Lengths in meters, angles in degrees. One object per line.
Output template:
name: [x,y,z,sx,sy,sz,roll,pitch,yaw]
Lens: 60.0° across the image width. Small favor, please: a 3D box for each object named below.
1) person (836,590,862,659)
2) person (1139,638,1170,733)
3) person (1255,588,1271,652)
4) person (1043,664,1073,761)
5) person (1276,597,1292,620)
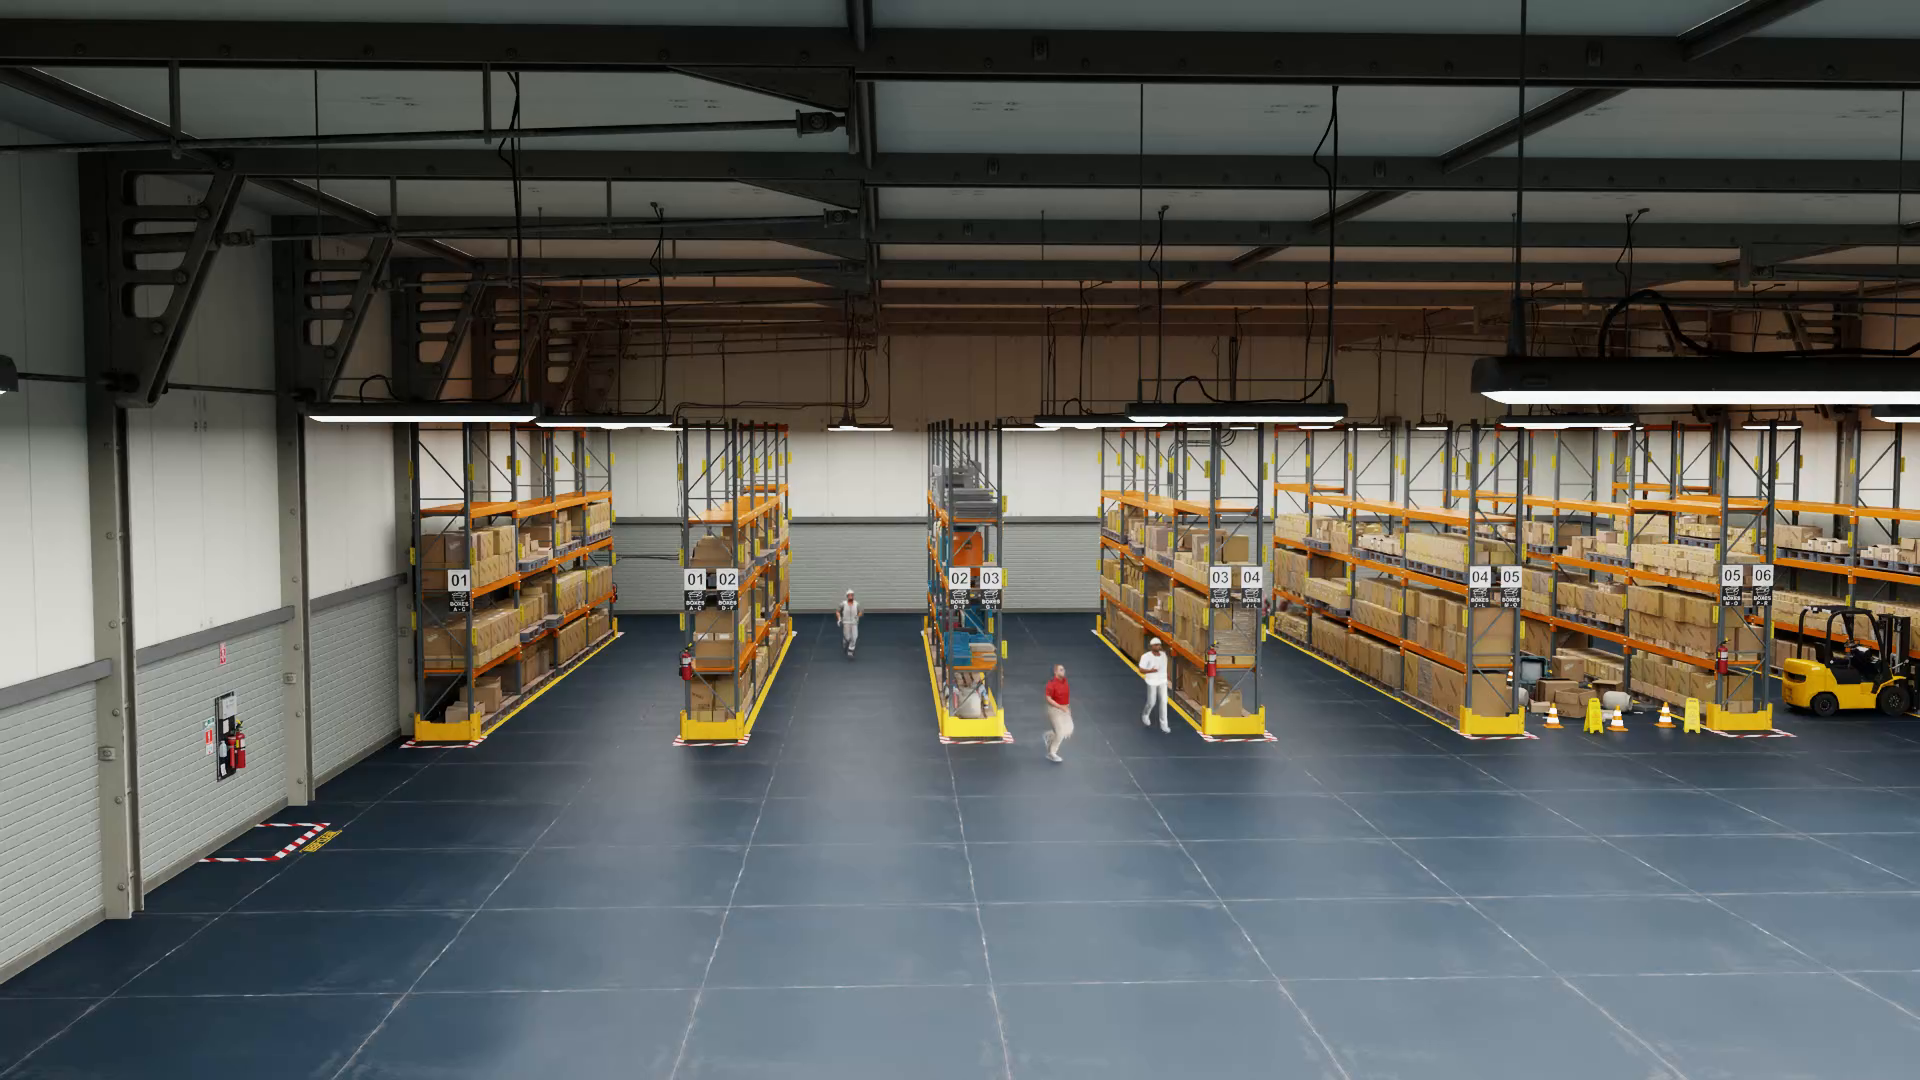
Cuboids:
person: [-2.780,2.150,42.209,0.653,1.742,0.552,-1,4,-14]
person: [3.770,2.759,31.957,0.700,1.762,0.935,-1,4,-18]
person: [7.876,2.039,43.895,0.664,1.779,0.874,0,4,0]
person: [1.719,3.022,29.220,0.668,1.684,0.684,3,5,37]
person: [9.635,1.776,49.082,0.725,1.614,0.648,1,4,9]
